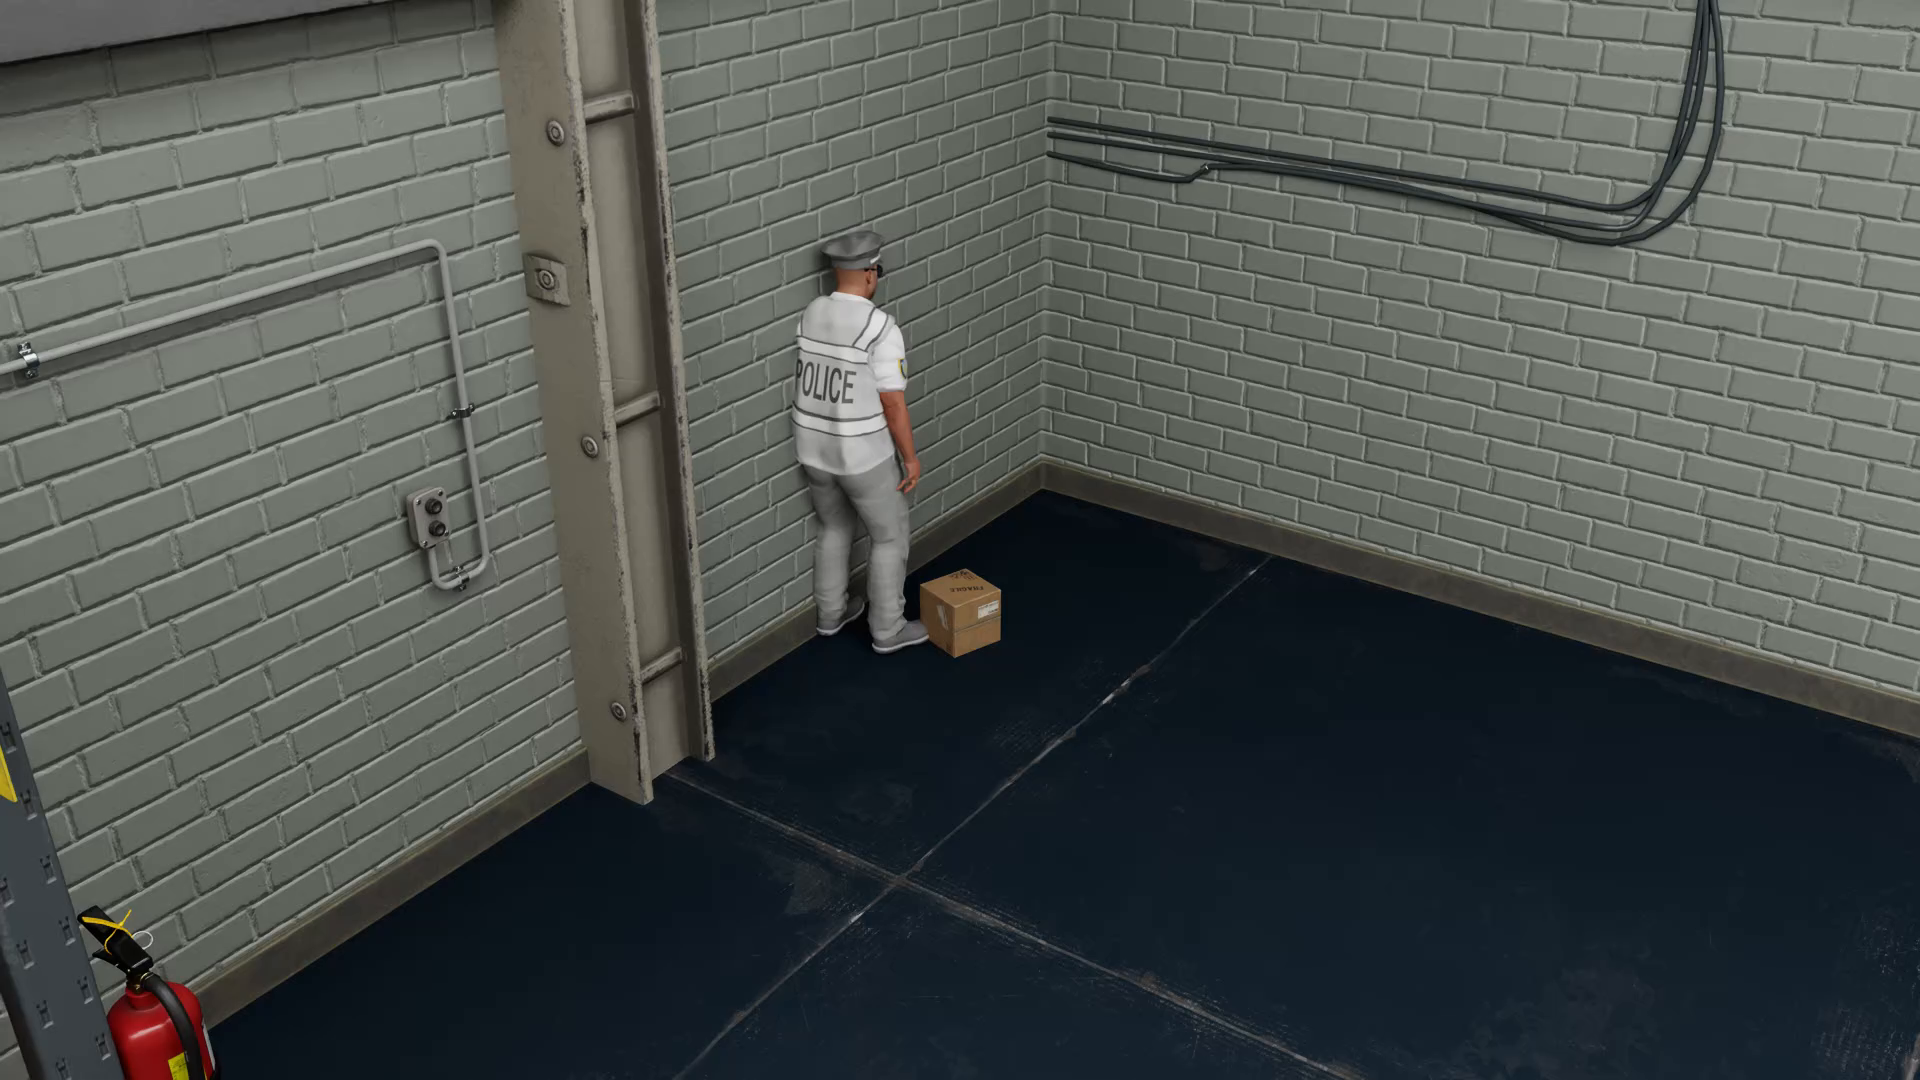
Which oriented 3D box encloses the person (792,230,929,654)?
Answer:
[{"bbox_3d":[-0.443,-0.374,6.849,0.592,1.748,0.435,17,31,30],"label":"person"}]
